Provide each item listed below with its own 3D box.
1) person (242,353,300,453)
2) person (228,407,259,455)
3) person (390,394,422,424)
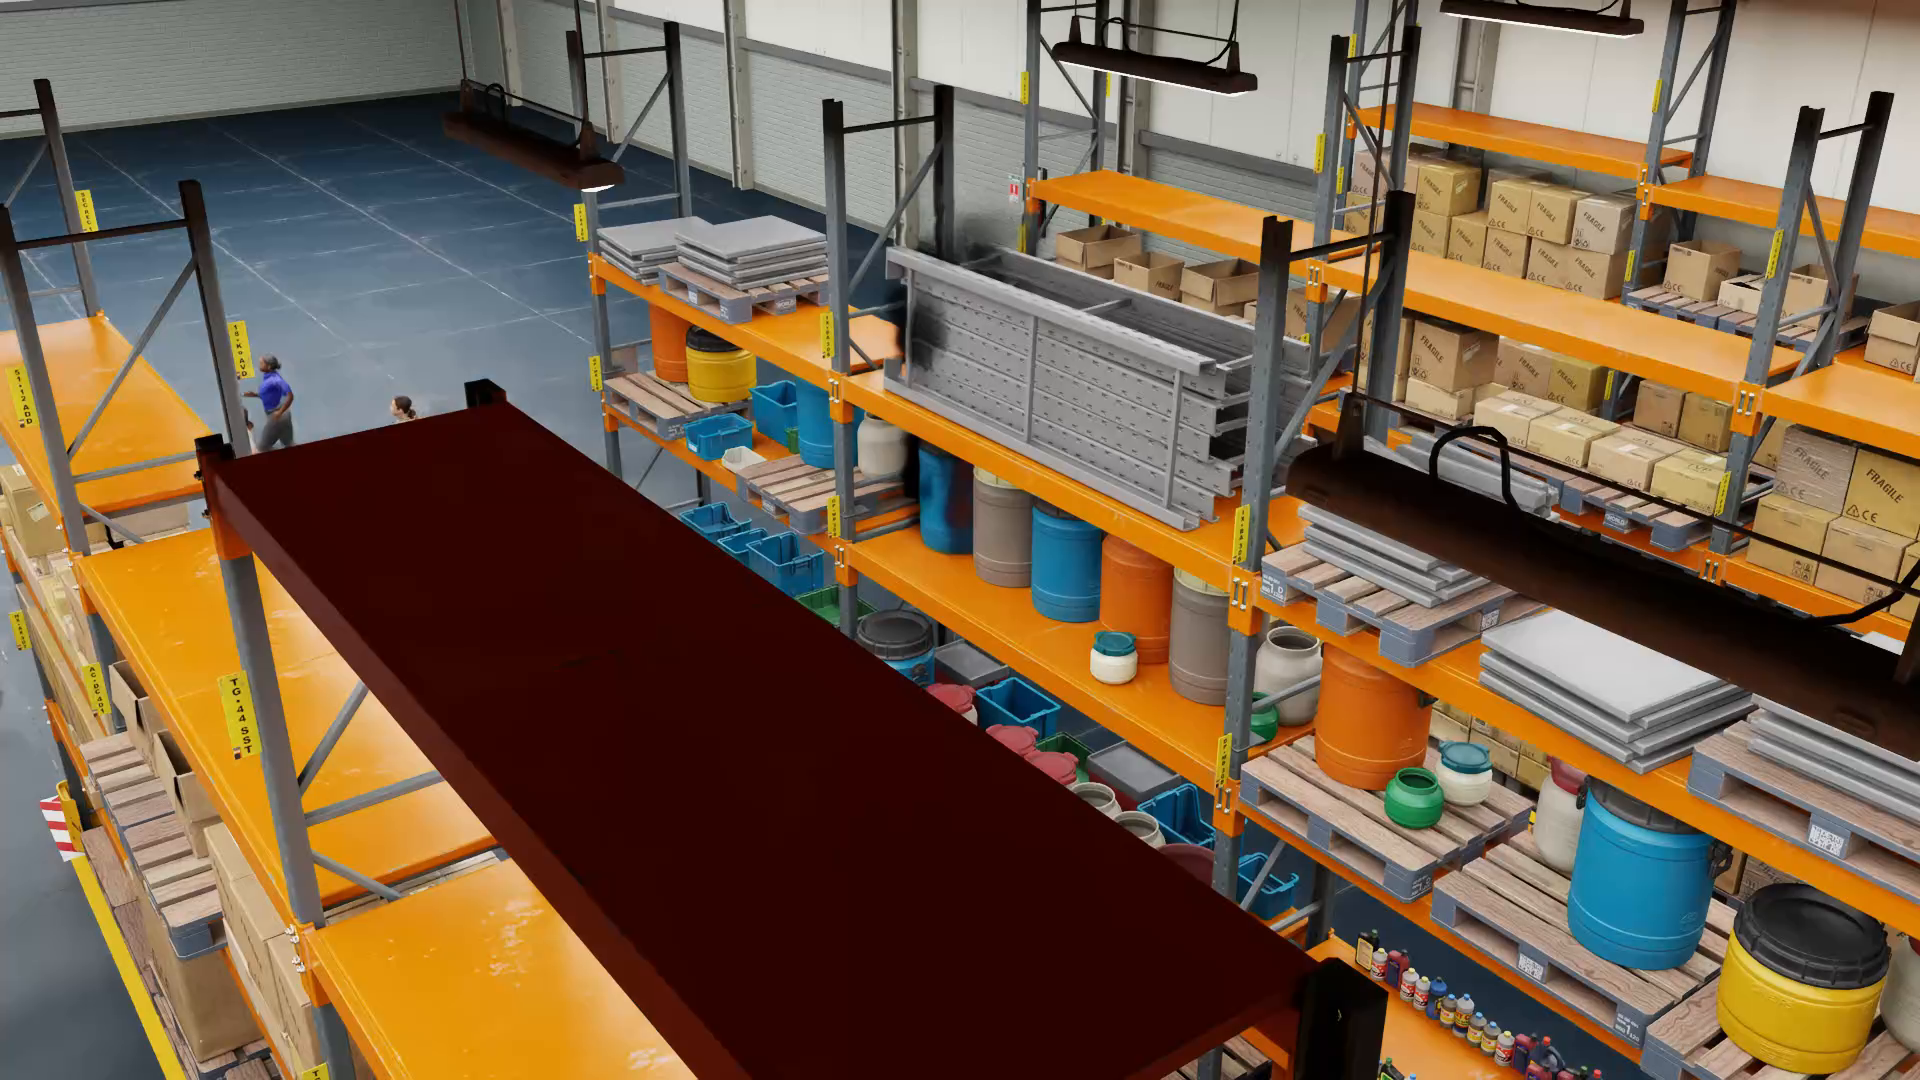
[{"bbox_3d":[-8.234,-1.432,20.108,0.728,1.713,0.560,-7,26,-14],"label":"person"},{"bbox_3d":[-7.927,-0.680,18.471,0.707,1.693,0.532,-2,25,-5],"label":"person"},{"bbox_3d":[-6.240,-0.844,18.825,0.698,1.696,0.548,-7,26,-14],"label":"person"}]
